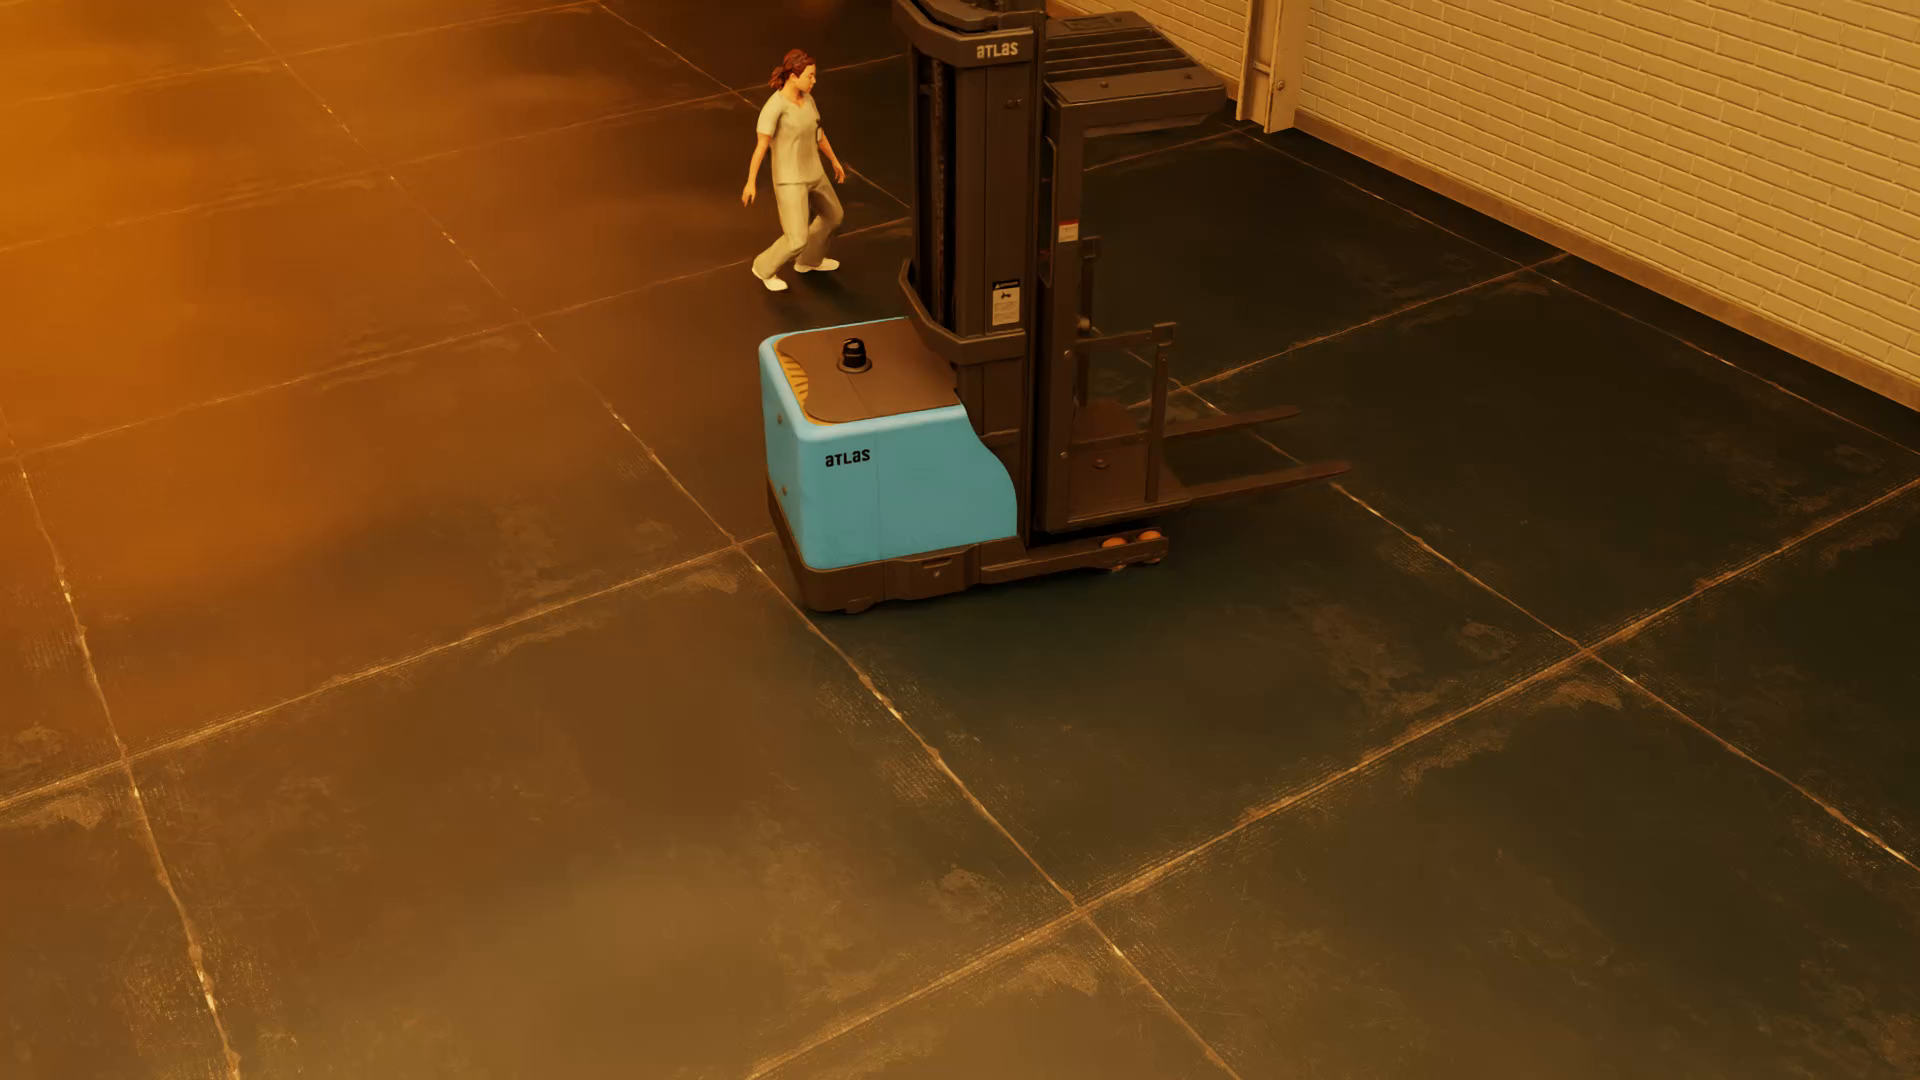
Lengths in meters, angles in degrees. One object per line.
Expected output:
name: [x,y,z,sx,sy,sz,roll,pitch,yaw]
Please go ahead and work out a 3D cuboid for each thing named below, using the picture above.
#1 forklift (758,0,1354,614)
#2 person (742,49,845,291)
forklift: [0.558,-1.325,8.033,3.031,2.935,1.130,-10,36,-14]
person: [-1.068,-2.335,10.649,0.490,1.590,0.790,24,42,30]
